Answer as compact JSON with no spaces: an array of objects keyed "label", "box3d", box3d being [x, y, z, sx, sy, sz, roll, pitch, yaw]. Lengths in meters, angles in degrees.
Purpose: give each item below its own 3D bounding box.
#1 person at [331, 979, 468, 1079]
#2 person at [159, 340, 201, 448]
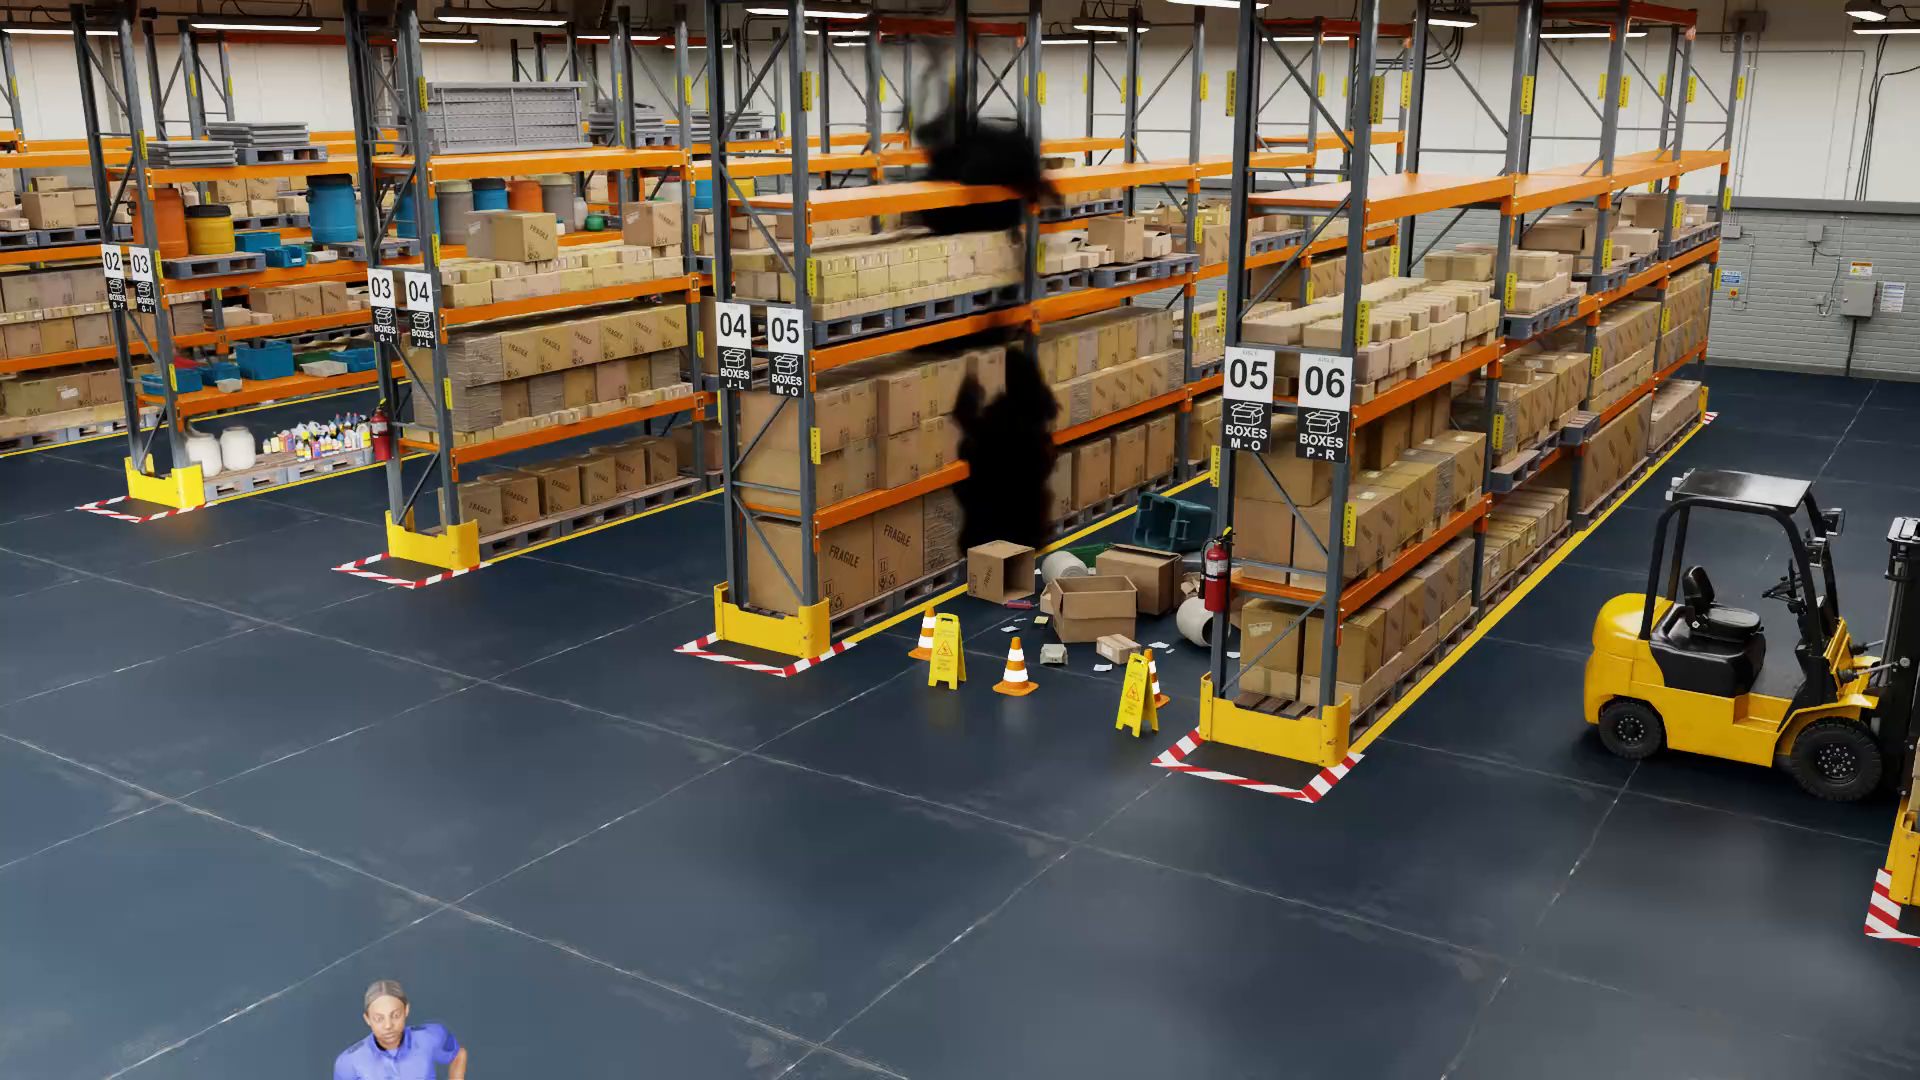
[{"label":"person","box3d":[-2.272,2.598,6.844,0.558,1.685,0.667,-6,16,-19]},{"label":"person","box3d":[-10.636,-1.824,22.667,0.685,1.816,0.765,10,18,32]}]
